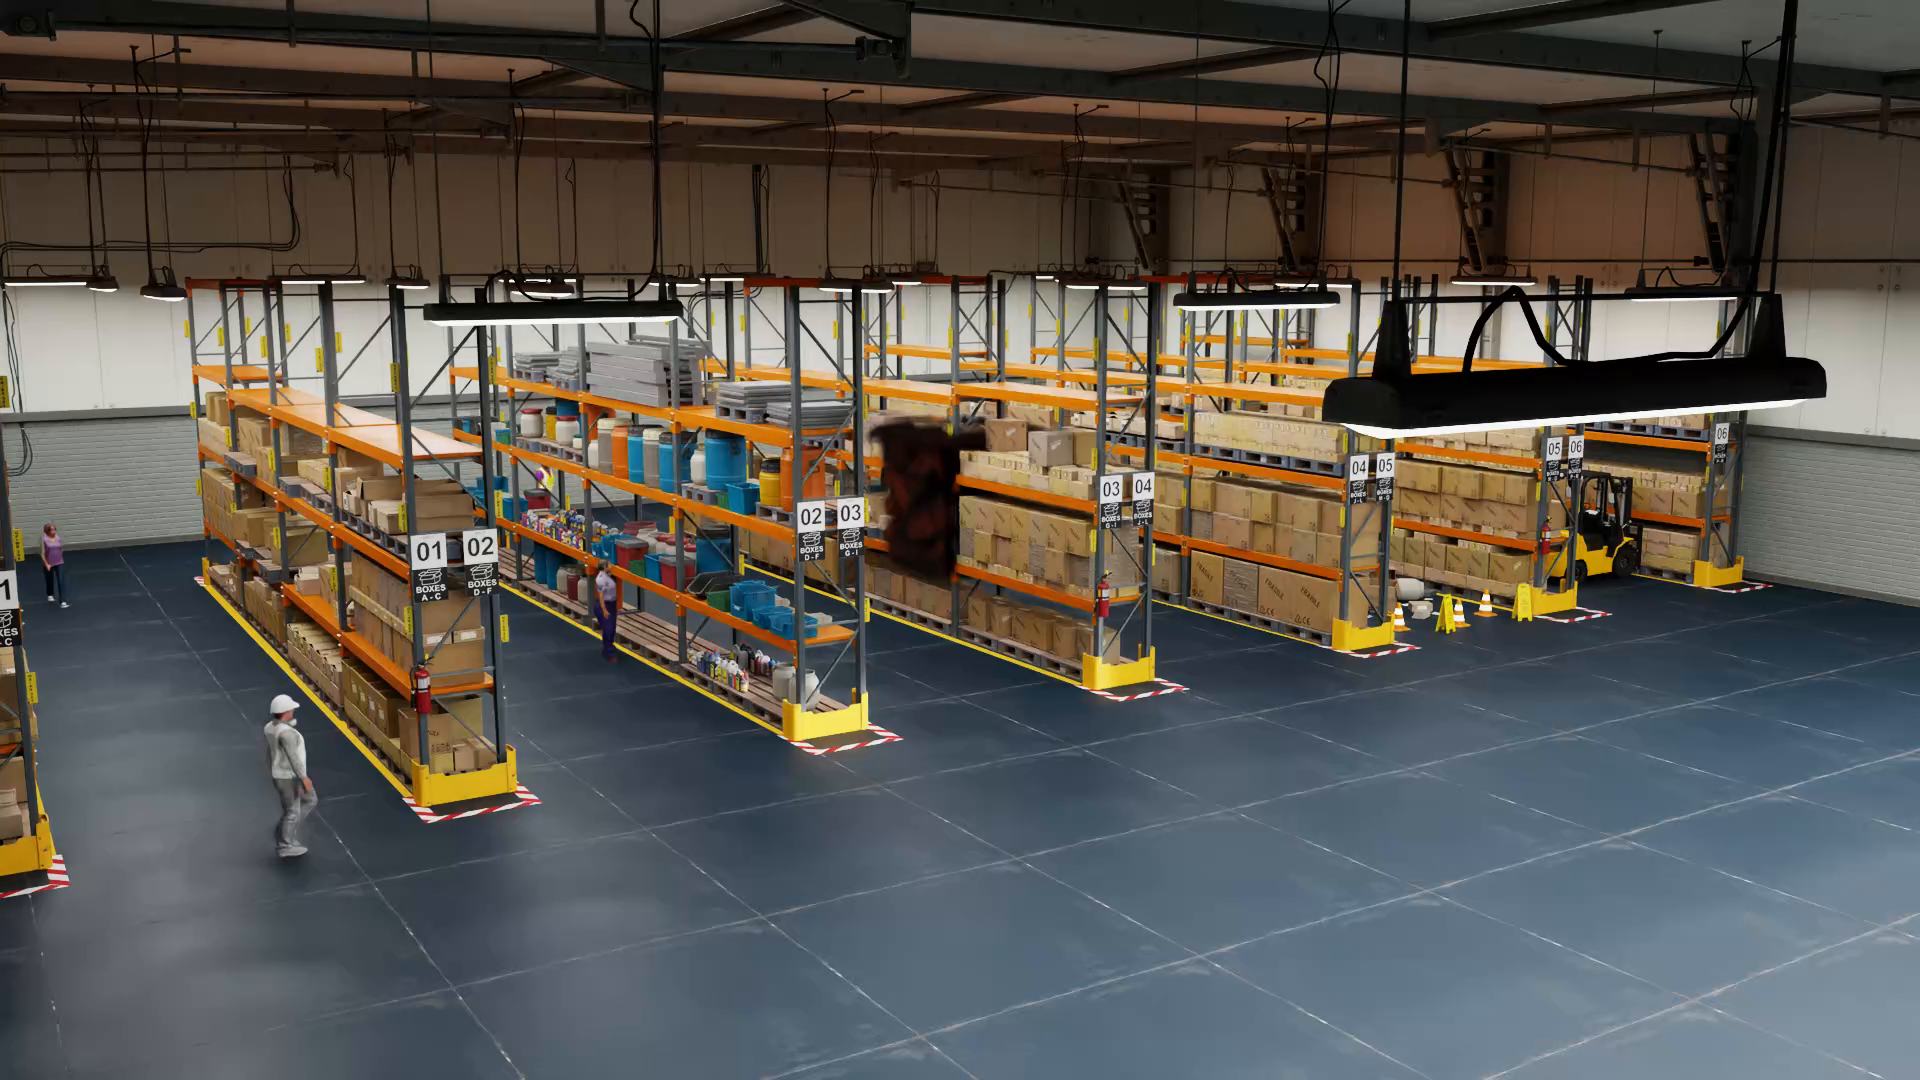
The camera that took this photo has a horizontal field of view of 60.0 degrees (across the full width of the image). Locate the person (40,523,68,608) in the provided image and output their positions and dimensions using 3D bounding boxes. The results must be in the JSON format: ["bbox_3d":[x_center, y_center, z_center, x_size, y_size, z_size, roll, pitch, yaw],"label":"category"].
[{"bbox_3d":[-16.715,0.455,30.633,0.388,1.555,0.881,-6,11,-33],"label":"person"}]

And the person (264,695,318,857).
[{"bbox_3d":[-7.126,2.505,17.724,0.484,1.769,0.530,-4,10,-22],"label":"person"}]

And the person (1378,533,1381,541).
[{"bbox_3d":[9.025,-0.527,35.831,0.462,1.796,0.602,0,10,1],"label":"person"}]

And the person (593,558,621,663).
[{"bbox_3d":[-5.576,1.128,26.562,0.522,1.692,0.480,3,10,16],"label":"person"}]

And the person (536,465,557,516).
[{"bbox_3d":[-9.870,-1.123,39.420,0.748,1.734,0.639,1,10,4],"label":"person"}]
